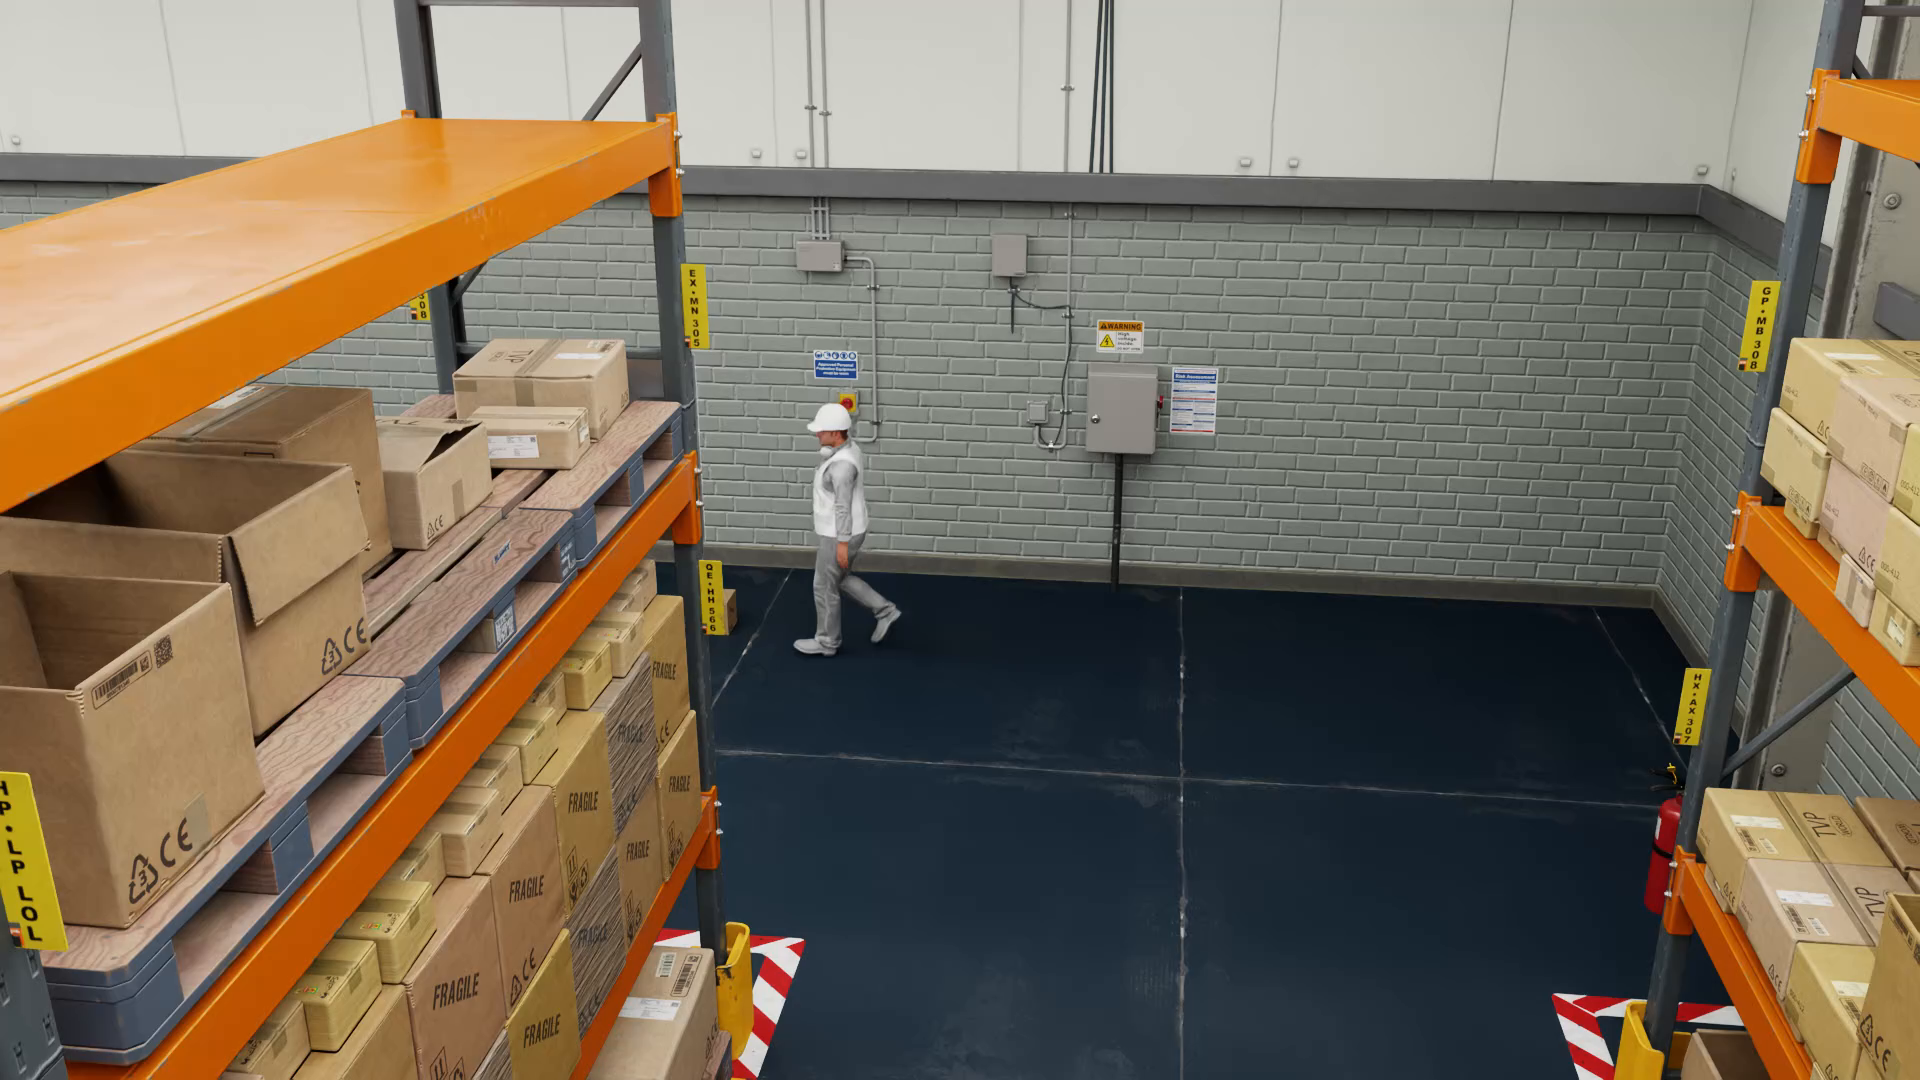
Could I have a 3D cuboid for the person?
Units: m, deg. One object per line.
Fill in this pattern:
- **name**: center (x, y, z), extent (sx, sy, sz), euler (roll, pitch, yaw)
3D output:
- **person**: center (-0.771, -0.072, 11.220), extent (0.737, 1.764, 0.552), euler (2, 21, 4)
